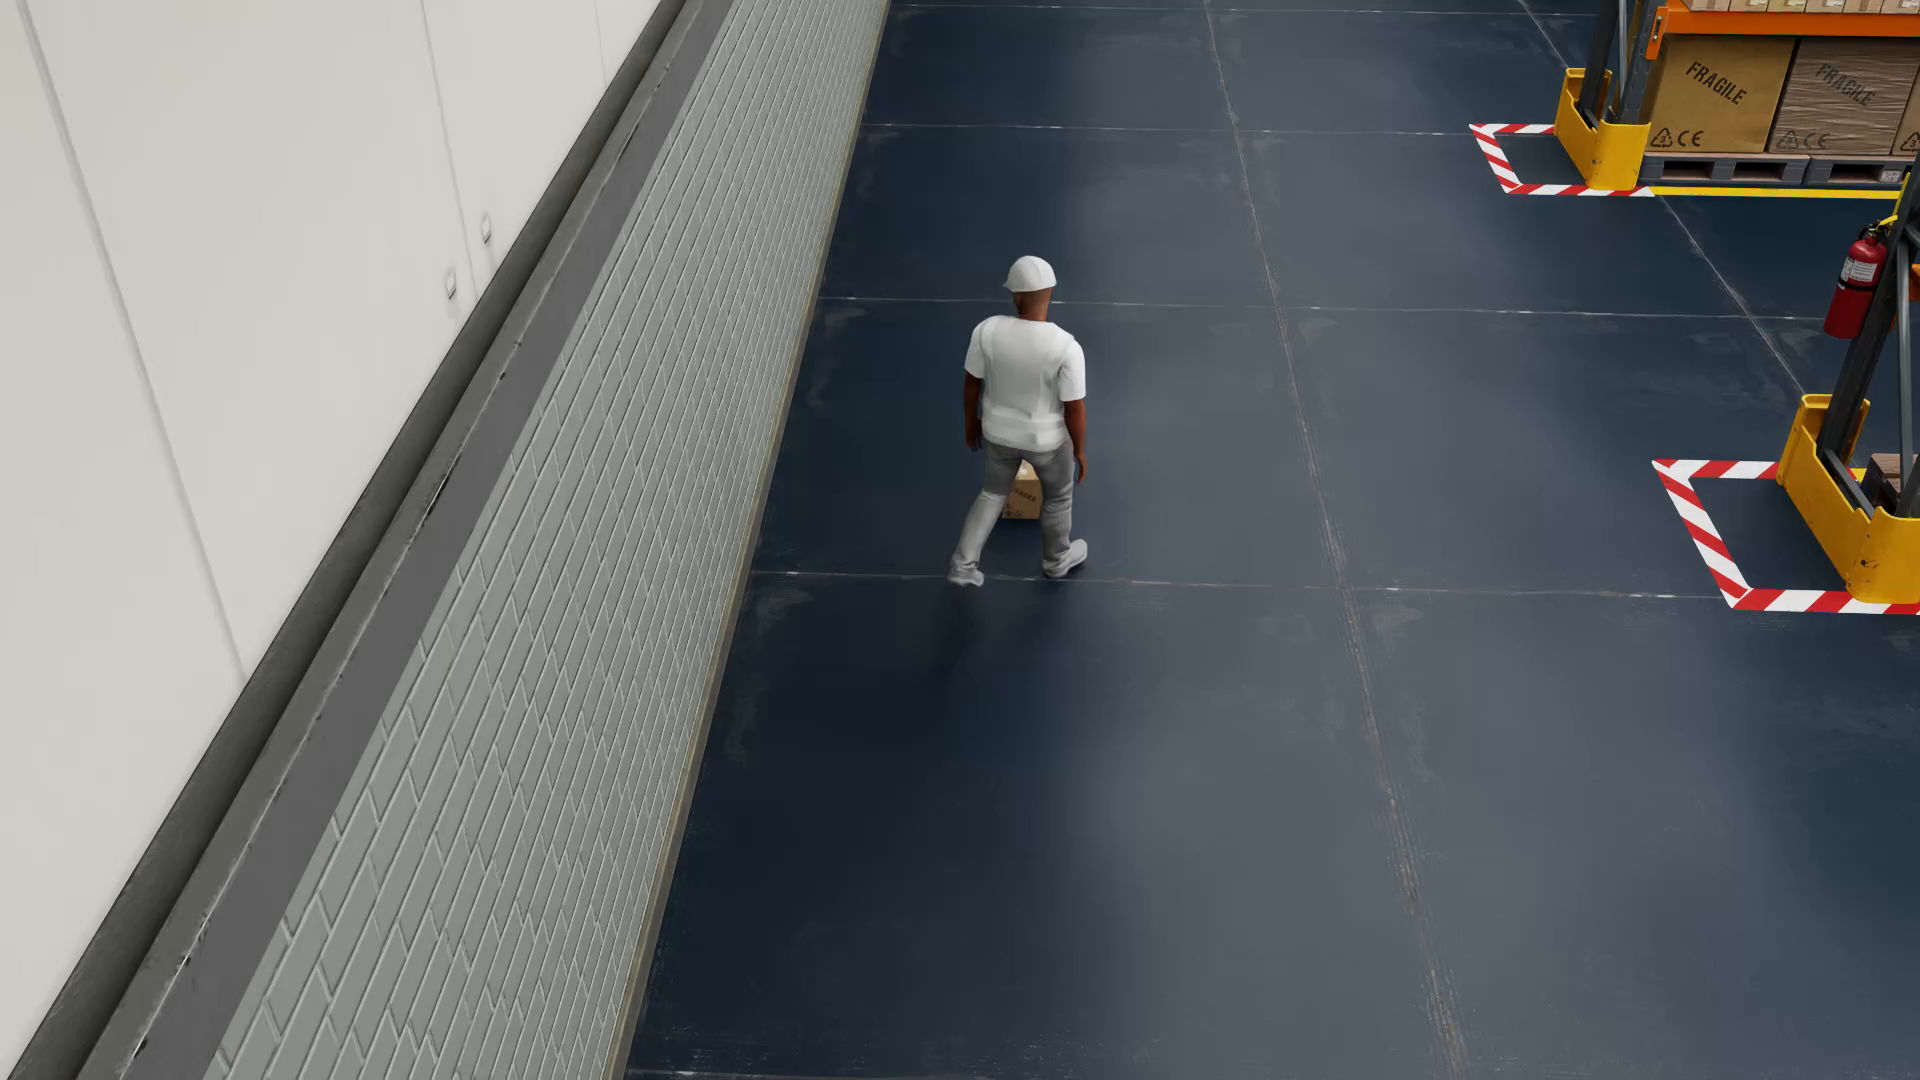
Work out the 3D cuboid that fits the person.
[{"bbox_3d":[0.307,-0.493,7.782,0.620,1.752,0.806,16,38,21],"label":"person"}]
